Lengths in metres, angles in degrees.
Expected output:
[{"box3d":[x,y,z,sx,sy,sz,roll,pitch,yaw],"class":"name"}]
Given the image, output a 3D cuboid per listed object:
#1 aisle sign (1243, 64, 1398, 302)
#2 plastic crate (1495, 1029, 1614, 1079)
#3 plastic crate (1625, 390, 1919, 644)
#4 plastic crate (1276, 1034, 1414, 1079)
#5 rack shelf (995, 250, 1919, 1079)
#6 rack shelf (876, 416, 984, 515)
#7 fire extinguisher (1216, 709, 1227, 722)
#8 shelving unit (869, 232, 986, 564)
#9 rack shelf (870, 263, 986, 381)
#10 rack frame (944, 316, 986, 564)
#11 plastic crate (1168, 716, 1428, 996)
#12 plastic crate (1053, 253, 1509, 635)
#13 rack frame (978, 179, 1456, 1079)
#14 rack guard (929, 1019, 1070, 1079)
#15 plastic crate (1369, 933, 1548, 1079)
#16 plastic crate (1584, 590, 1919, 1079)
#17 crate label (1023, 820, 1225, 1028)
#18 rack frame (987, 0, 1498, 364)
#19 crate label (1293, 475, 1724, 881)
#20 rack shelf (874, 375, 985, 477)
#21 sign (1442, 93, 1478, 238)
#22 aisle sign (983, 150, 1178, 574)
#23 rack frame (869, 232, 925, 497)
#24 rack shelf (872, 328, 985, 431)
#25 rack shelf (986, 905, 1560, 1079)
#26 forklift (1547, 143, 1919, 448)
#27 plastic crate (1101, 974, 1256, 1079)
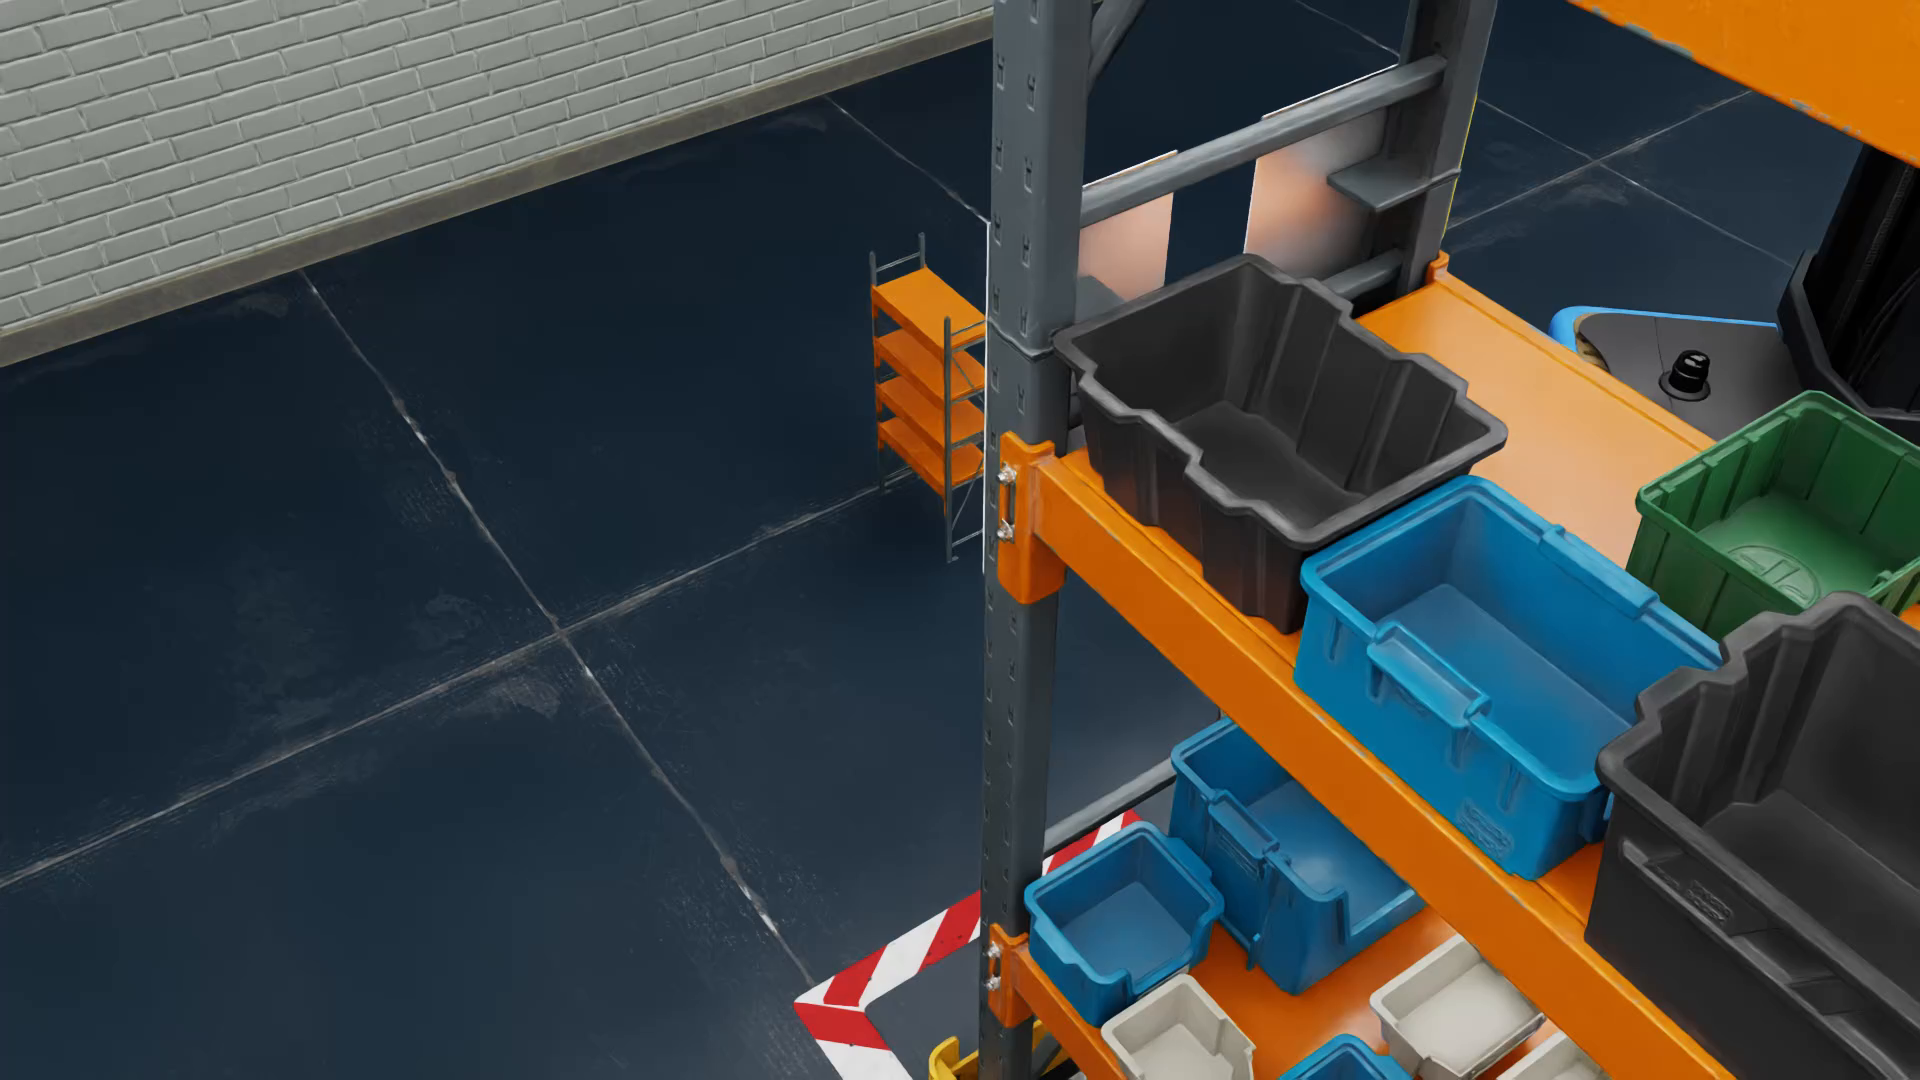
[{"box3d":[0.690,-0.531,3.251,0.394,0.787,0.004,-26,49,-24],"class":"aisle sign"},{"box3d":[1.260,1.200,3.469,0.396,0.136,0.243,-26,49,-24],"class":"plastic crate"},{"box3d":[1.289,0.003,2.555,0.450,0.188,0.336,-26,49,-24],"class":"plastic crate"},{"box3d":[0.739,1.247,3.349,0.416,0.233,0.300,-26,49,-24],"class":"plastic crate"},{"box3d":[1.635,0.874,2.011,1.077,0.370,4.000,-26,49,-24],"class":"rack shelf"},{"box3d":[-0.095,-0.335,6.617,0.258,0.148,0.480,-26,49,-24],"class":"rack shelf"},{"box3d":[0.777,0.464,4.418,0.296,0.674,0.183,-26,49,-24],"class":"fire extinguisher"},{"box3d":[-0.095,-0.528,6.434,0.258,1.200,0.503,-26,49,-24],"class":"shelving unit"},{"box3d":[-0.095,-0.812,6.163,0.258,0.148,0.480,-26,49,-24],"class":"rack shelf"},{"box3d":[0.045,-0.390,6.289,0.240,1.200,0.015,-26,49,-24],"class":"rack frame"},{"box3d":[0.836,0.647,3.831,0.616,0.435,0.499,-26,49,-24],"class":"plastic crate"},{"box3d":[0.482,-0.144,2.651,0.497,0.269,0.590,-26,49,-24],"class":"plastic crate"},{"box3d":[0.491,0.566,3.985,1.000,3.000,0.127,-26,49,-24],"class":"rack frame"},{"box3d":[0.466,1.461,4.857,1.175,0.500,0.348,-26,49,-24],"class":"rack guard"},{"box3d":[1.106,1.030,3.647,0.396,0.136,0.243,-26,49,-24],"class":"plastic crate"},{"box3d":[1.139,0.477,1.951,0.504,0.338,0.767,-26,49,-24],"class":"plastic crate"},{"box3d":[0.362,0.875,3.739,0.416,0.233,0.303,-26,49,-24],"class":"crate label"},{"box3d":[0.491,-1.604,1.914,1.000,3.000,0.127,-26,49,-24],"class":"rack frame"},{"box3d":[0.754,0.185,2.320,0.408,0.251,0.502,-26,49,-24],"class":"crate label"},{"box3d":[-0.095,-0.479,6.480,0.258,0.148,0.480,-26,49,-24],"class":"rack shelf"},{"box3d":[0.933,-0.708,3.223,0.100,0.325,0.005,-26,49,-24],"class":"sign"},{"box3d":[0.206,-0.298,3.007,0.394,0.787,0.004,-26,49,-24],"class":"aisle sign"},{"box3d":[-0.234,-0.666,6.579,0.240,1.200,0.015,-26,49,-24],"class":"rack frame"},{"box3d":[-0.095,-0.641,6.326,0.258,0.148,0.480,-26,49,-24],"class":"rack shelf"},{"box3d":[1.635,1.959,3.047,1.077,0.370,4.000,-26,49,-24],"class":"rack shelf"},{"box3d":[3.585,-0.666,5.325,3.031,2.935,1.130,6,44,7],"class":"forklift"},{"box3d":[0.478,1.124,3.548,0.250,0.136,0.298,-26,49,-24],"class":"plastic crate"}]
